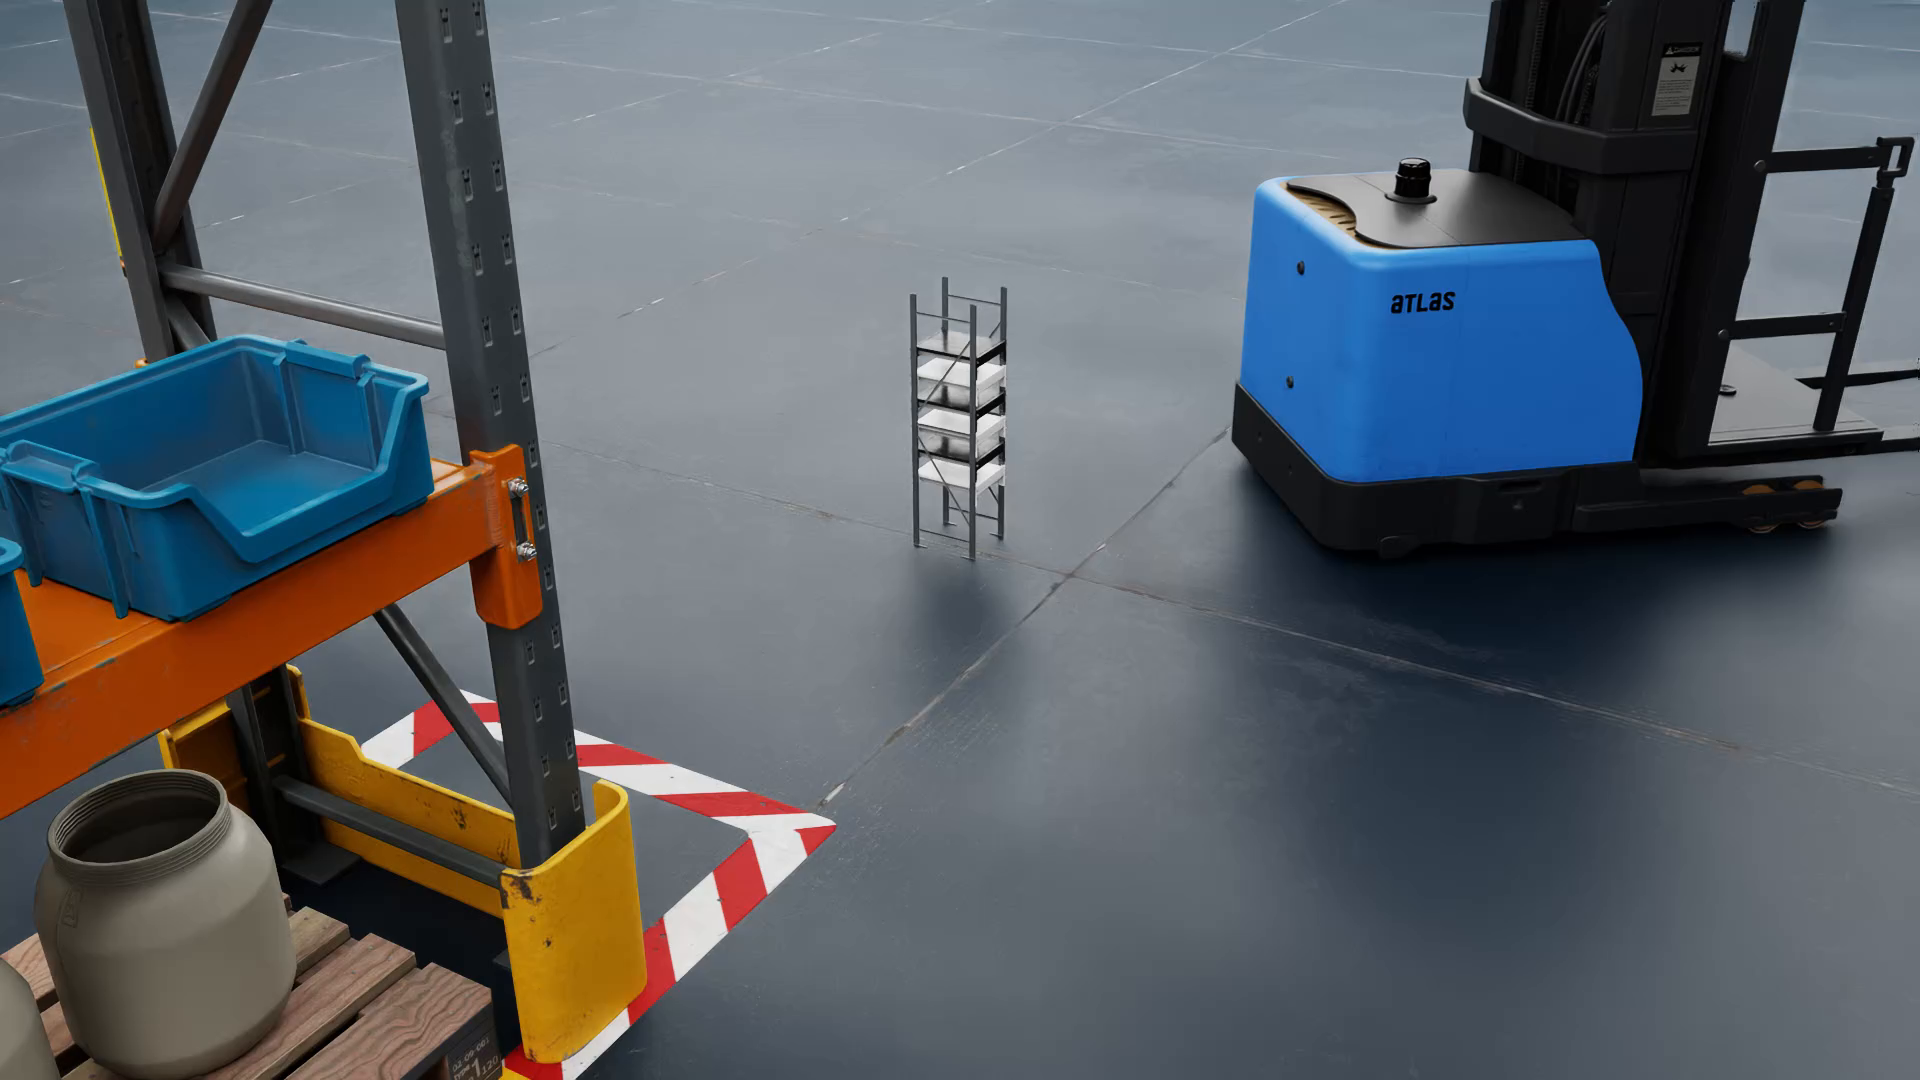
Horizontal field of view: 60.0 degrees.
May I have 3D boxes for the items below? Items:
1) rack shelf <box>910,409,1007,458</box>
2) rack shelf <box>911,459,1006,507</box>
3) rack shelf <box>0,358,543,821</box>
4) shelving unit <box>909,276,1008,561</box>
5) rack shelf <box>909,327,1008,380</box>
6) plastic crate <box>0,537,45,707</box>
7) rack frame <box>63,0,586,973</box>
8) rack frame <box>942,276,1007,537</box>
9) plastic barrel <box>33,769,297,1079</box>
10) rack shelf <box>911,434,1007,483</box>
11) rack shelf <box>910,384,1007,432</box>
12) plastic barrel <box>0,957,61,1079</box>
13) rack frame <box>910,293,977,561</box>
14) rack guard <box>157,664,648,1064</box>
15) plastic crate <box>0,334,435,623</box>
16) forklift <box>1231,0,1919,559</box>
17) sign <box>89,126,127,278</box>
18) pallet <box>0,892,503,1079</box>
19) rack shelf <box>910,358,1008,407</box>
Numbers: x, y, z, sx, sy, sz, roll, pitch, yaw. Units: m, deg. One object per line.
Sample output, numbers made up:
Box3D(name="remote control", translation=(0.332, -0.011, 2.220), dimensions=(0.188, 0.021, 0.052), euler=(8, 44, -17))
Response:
Box3D(name="rack shelf", translation=(-0.004, -0.369, 5.557), dimensions=(0.258, 0.077, 0.200), euler=(14, 30, 26))
Box3D(name="rack shelf", translation=(-0.004, -0.208, 5.638), dimensions=(0.258, 0.077, 0.200), euler=(14, 30, 26))
Box3D(name="rack shelf", translation=(-2.263, 0.647, 1.910), dimensions=(1.077, 0.370, 4.000), euler=(14, 30, 26))
Box3D(name="shelving unit", translation=(-0.004, -0.399, 5.542), dimensions=(0.258, 0.900, 0.210), euler=(14, 30, 26))
Box3D(name="rack shelf", translation=(-0.004, -0.611, 5.436), dimensions=(0.258, 0.077, 0.200), euler=(14, 30, 26))
Box3D(name="plastic crate", translation=(-1.589, 0.125, 2.315), dimensions=(0.499, 0.251, 0.408), euler=(14, 30, 26))
Box3D(name="rack frame", translation=(-1.279, -0.454, 3.306), dimensions=(1.000, 3.000, 0.127), euler=(14, 30, 26))
Box3D(name="rack frame", translation=(0.046, -0.439, 5.621), dimensions=(0.240, 0.900, 0.006), euler=(14, 30, 26))
Box3D(name="plastic barrel", translation=(-1.536, 0.744, 3.223), dimensions=(0.421, 0.512, 0.421), euler=(0, 27, 0))
Box3D(name="rack shelf", translation=(-0.004, -0.289, 5.597), dimensions=(0.258, 0.077, 0.200), euler=(14, 30, 26))
Box3D(name="rack shelf", translation=(-0.004, -0.450, 5.517), dimensions=(0.258, 0.077, 0.200), euler=(14, 30, 26))
Box3D(name="plastic barrel", translation=(-1.783, 0.939, 2.833), dimensions=(0.421, 0.512, 0.421), euler=(0, 27, 0))
Box3D(name="rack frame", translation=(-0.054, -0.360, 5.463), dimensions=(0.240, 0.900, 0.006), euler=(14, 30, 26))
Box3D(name="rack guard", translation=(-1.276, 0.704, 3.786), dimensions=(1.175, 0.500, 0.348), euler=(14, 30, 26))
Box3D(name="plastic crate", translation=(-1.265, -0.127, 2.818), dimensions=(0.499, 0.251, 0.616), euler=(14, 30, 26))
Box3D(name="forklift", translation=(2.604, -1.561, 5.594), dimensions=(3.031, 2.935, 1.130), euler=(-5, 27, -10))
Box3D(name="sign", translation=(-1.756, -0.701, 3.489), dimensions=(0.100, 0.325, 0.005), euler=(14, 30, 26))
Box3D(name="pallet", translation=(-1.680, 1.148, 3.220), dimensions=(1.003, 0.211, 1.213), euler=(14, 30, 26))
Box3D(name="rack shelf", translation=(-0.004, -0.530, 5.477), dimensions=(0.258, 0.077, 0.200), euler=(14, 30, 26))
